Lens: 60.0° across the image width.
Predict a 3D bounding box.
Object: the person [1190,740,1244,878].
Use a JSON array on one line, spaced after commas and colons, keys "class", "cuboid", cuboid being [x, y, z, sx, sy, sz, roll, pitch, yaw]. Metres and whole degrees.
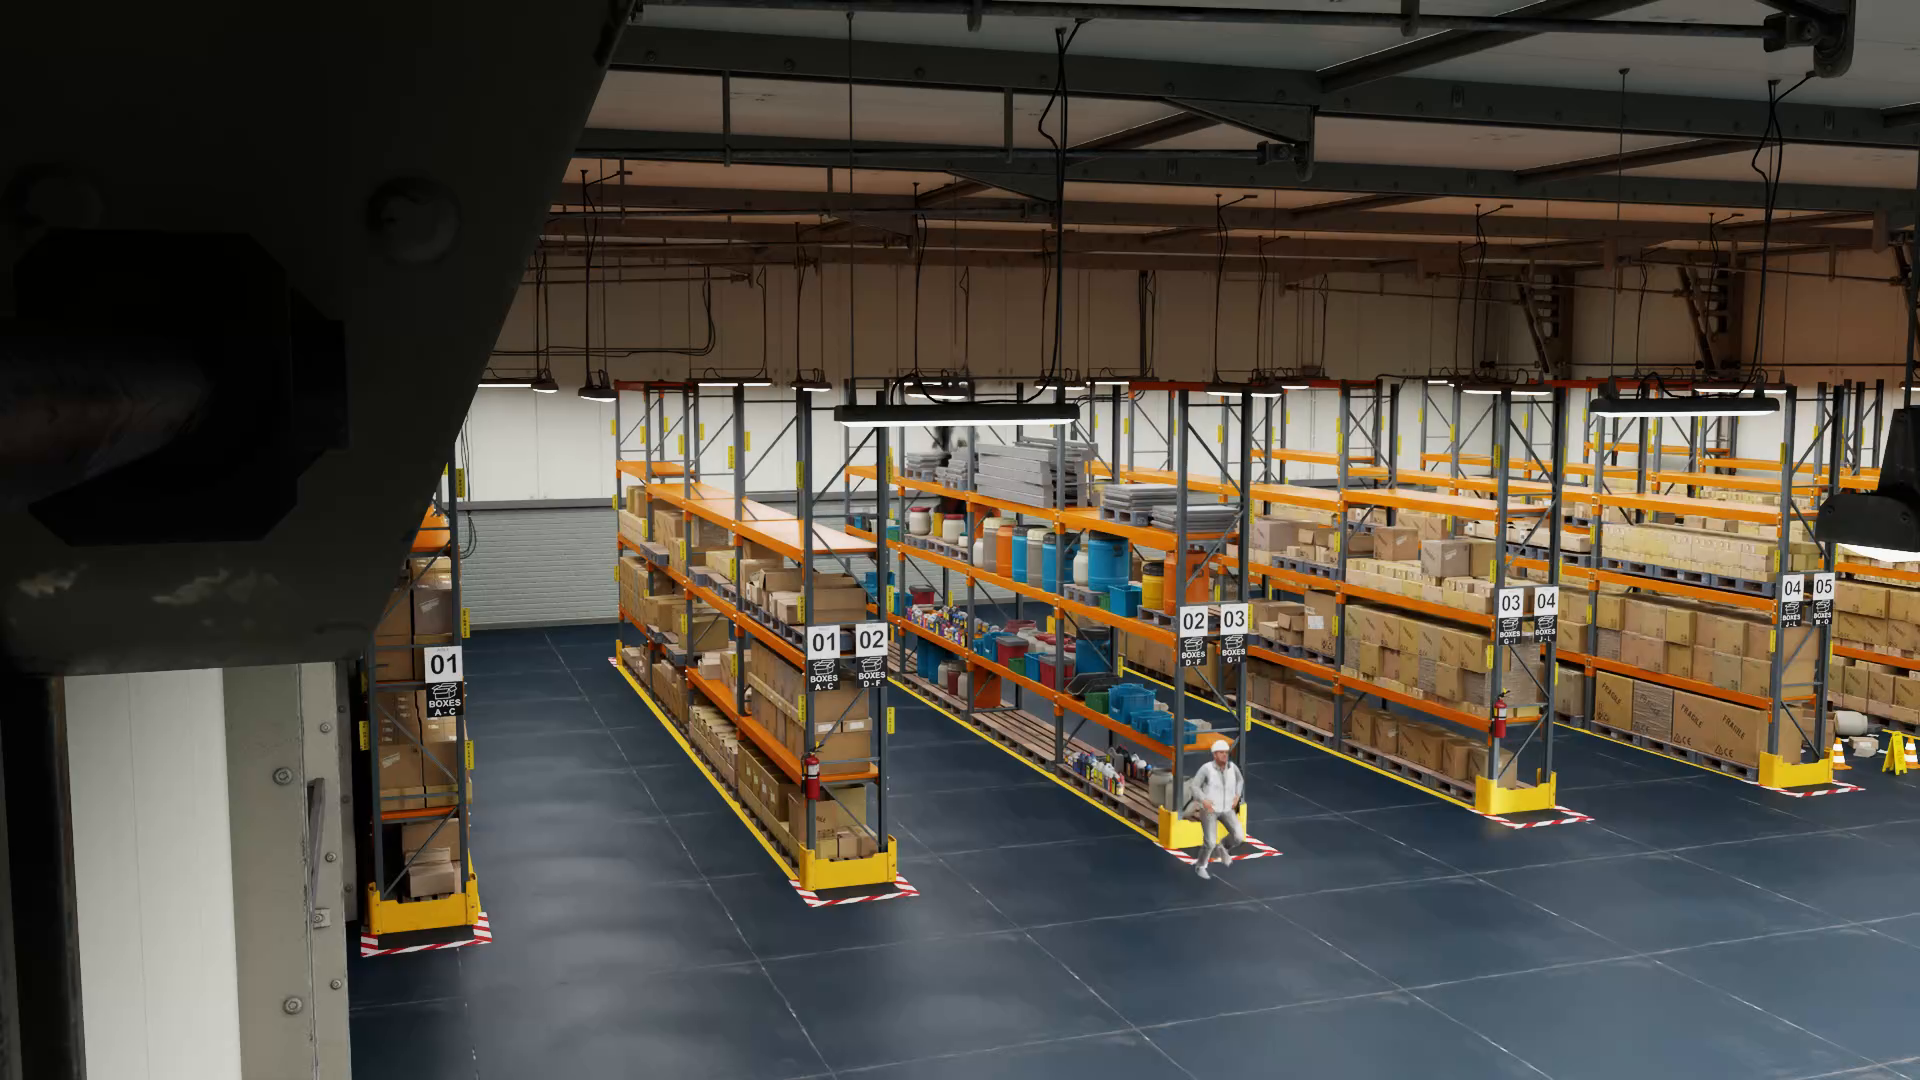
[{"class": "person", "cuboid": [3.238, 3.335, 20.570, 0.746, 1.732, 0.543, -3, 7, -23]}]
